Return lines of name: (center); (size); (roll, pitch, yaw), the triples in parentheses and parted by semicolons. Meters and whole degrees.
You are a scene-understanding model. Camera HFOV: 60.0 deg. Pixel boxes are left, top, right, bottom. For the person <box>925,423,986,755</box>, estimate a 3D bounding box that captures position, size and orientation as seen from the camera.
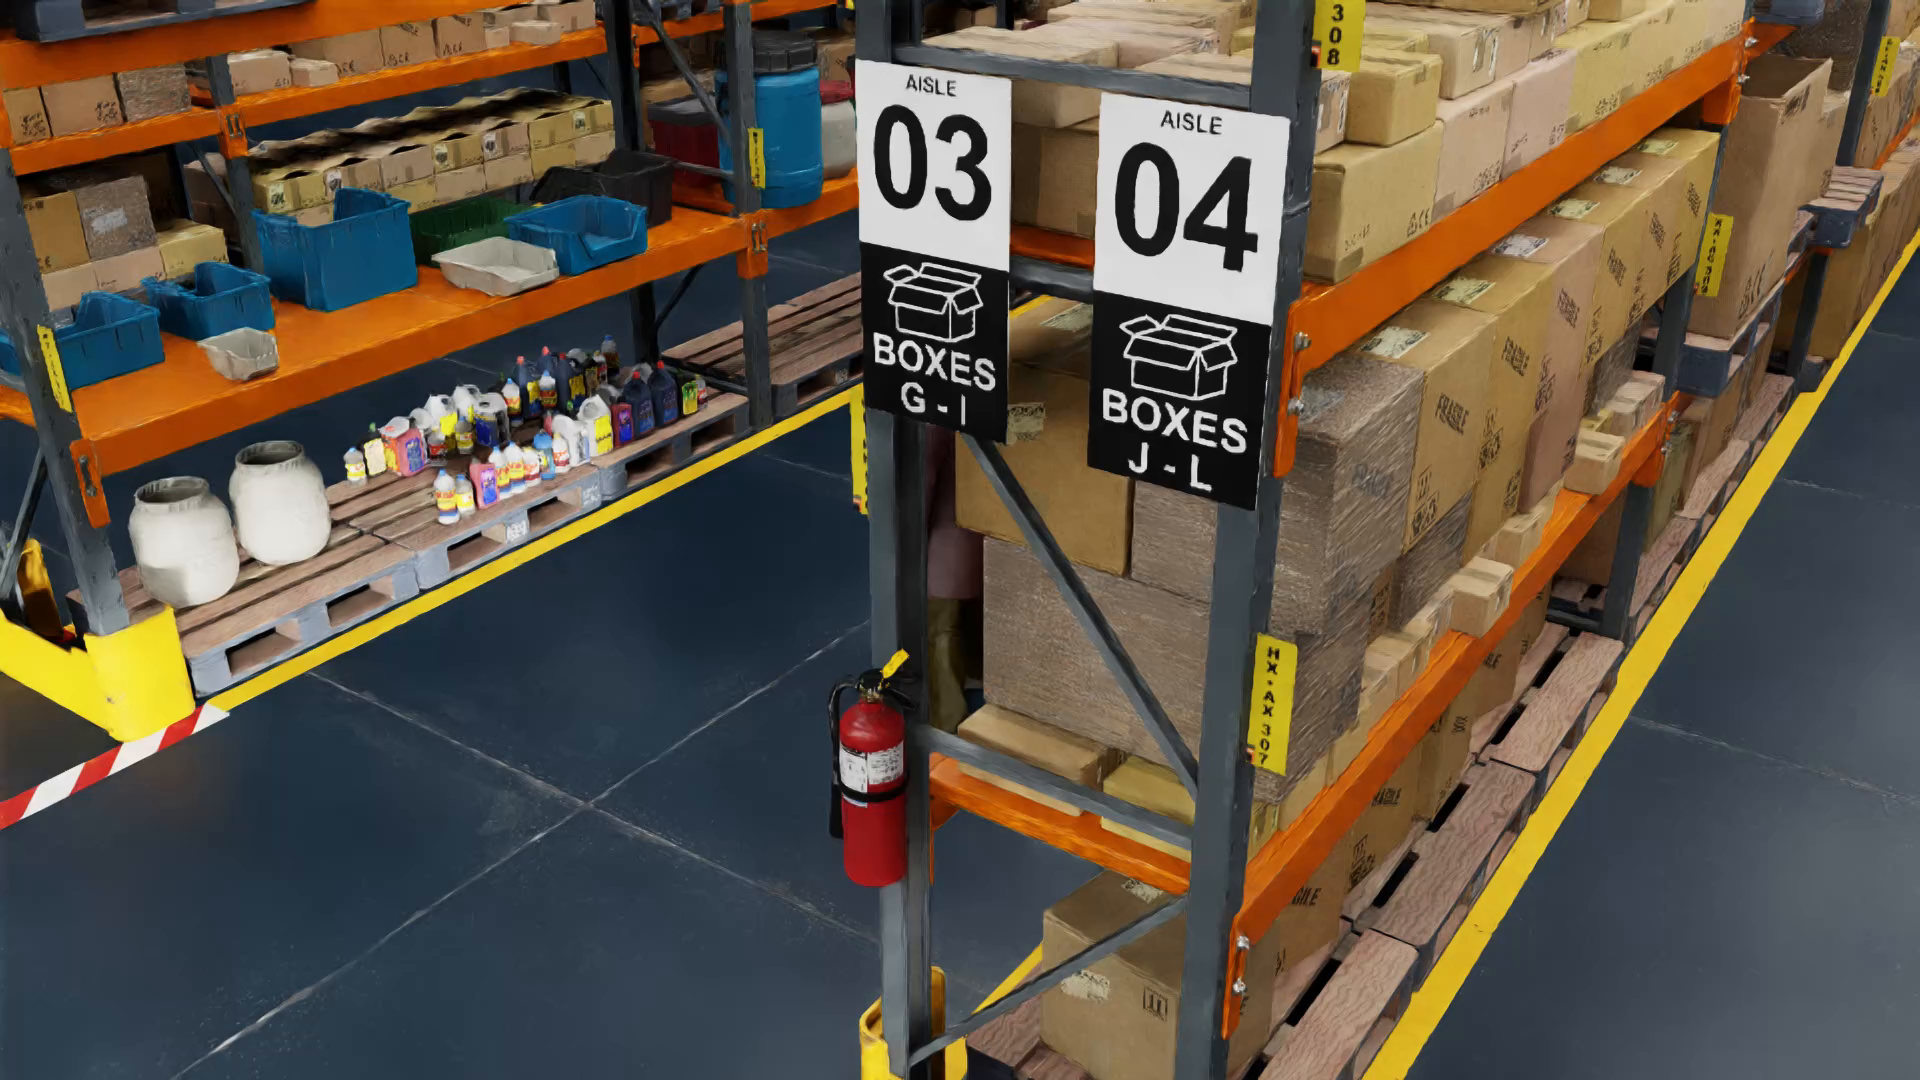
person: (-0.025, -0.026, 6.701); (0.674, 1.777, 0.664); (24, 35, 39)
